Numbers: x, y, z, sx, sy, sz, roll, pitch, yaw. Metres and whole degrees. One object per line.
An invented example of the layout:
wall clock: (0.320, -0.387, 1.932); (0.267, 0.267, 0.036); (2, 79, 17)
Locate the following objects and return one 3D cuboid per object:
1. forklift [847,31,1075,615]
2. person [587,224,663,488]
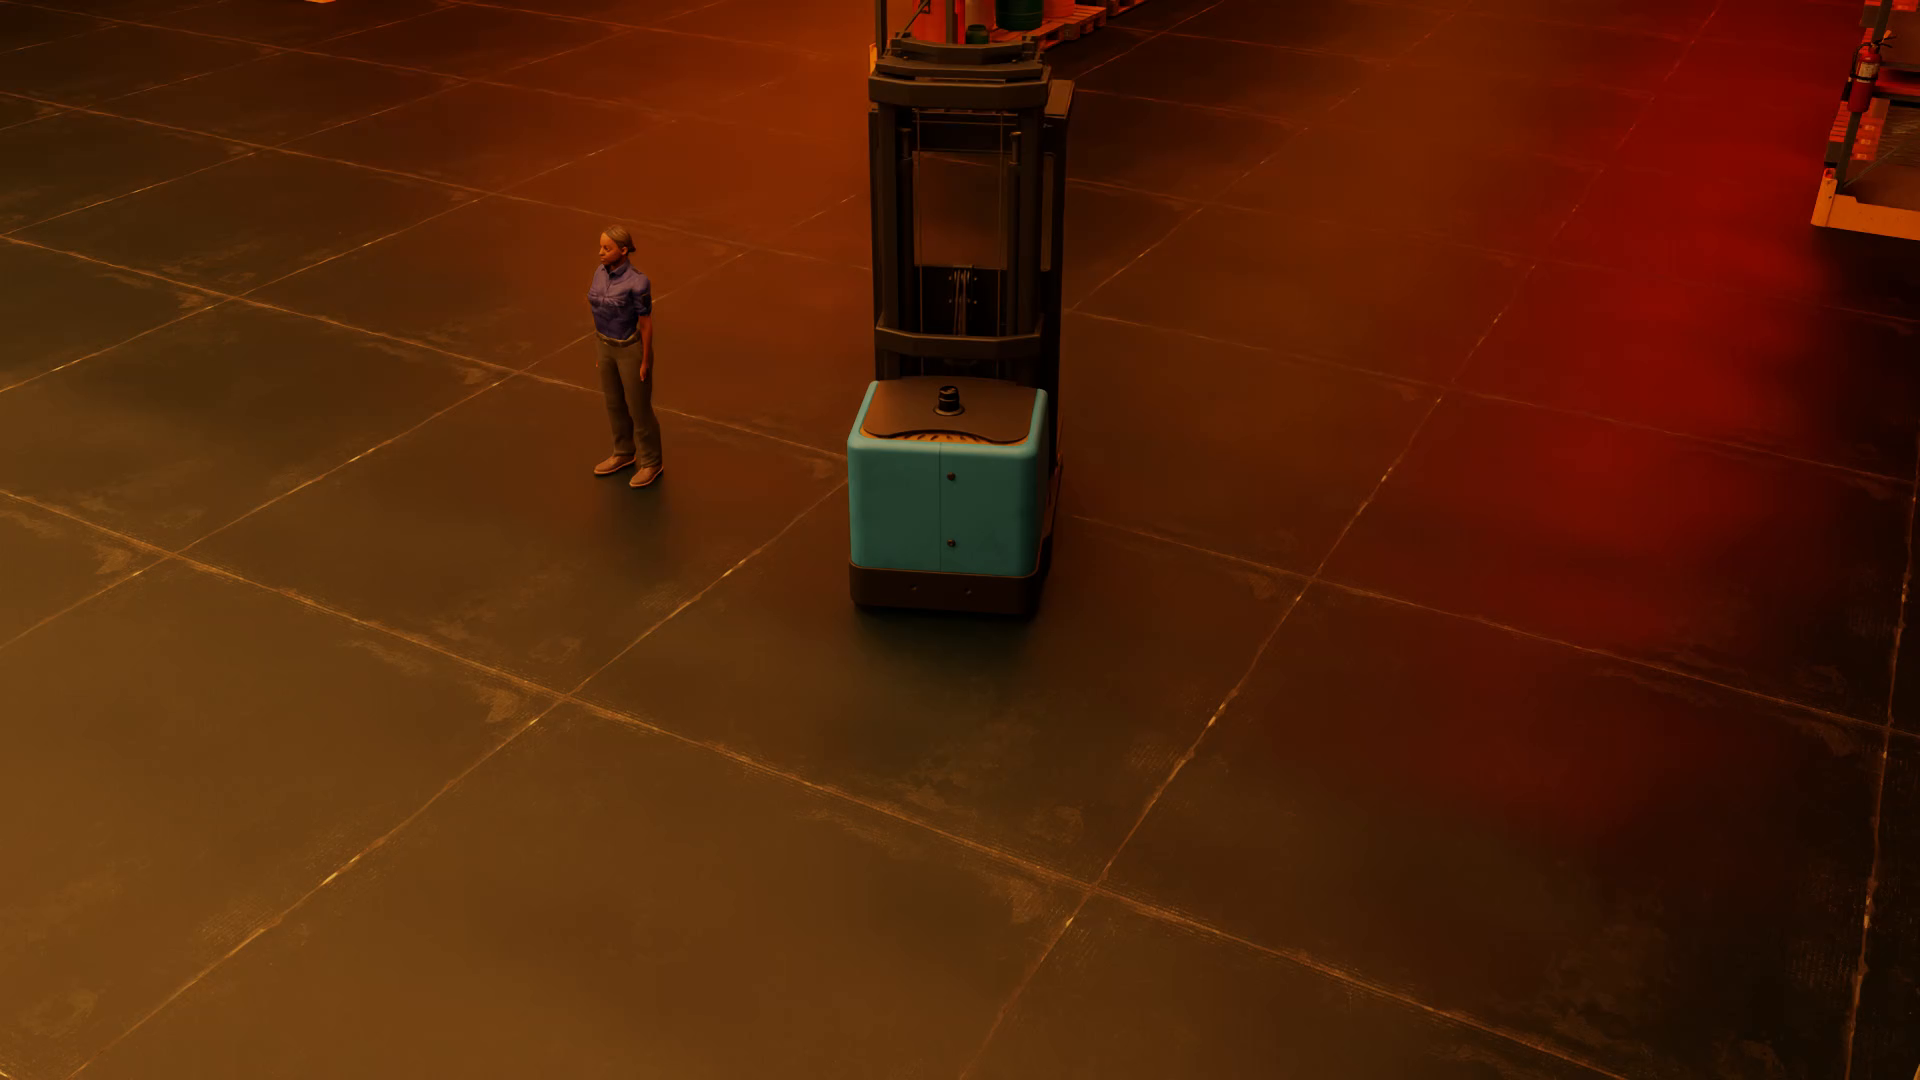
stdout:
forklift: (0.072, -1.572, 9.794); (1.130, 2.935, 3.031); (3, 30, 6)
person: (-2.106, -1.148, 10.340); (0.446, 1.660, 0.341); (19, 35, 30)
